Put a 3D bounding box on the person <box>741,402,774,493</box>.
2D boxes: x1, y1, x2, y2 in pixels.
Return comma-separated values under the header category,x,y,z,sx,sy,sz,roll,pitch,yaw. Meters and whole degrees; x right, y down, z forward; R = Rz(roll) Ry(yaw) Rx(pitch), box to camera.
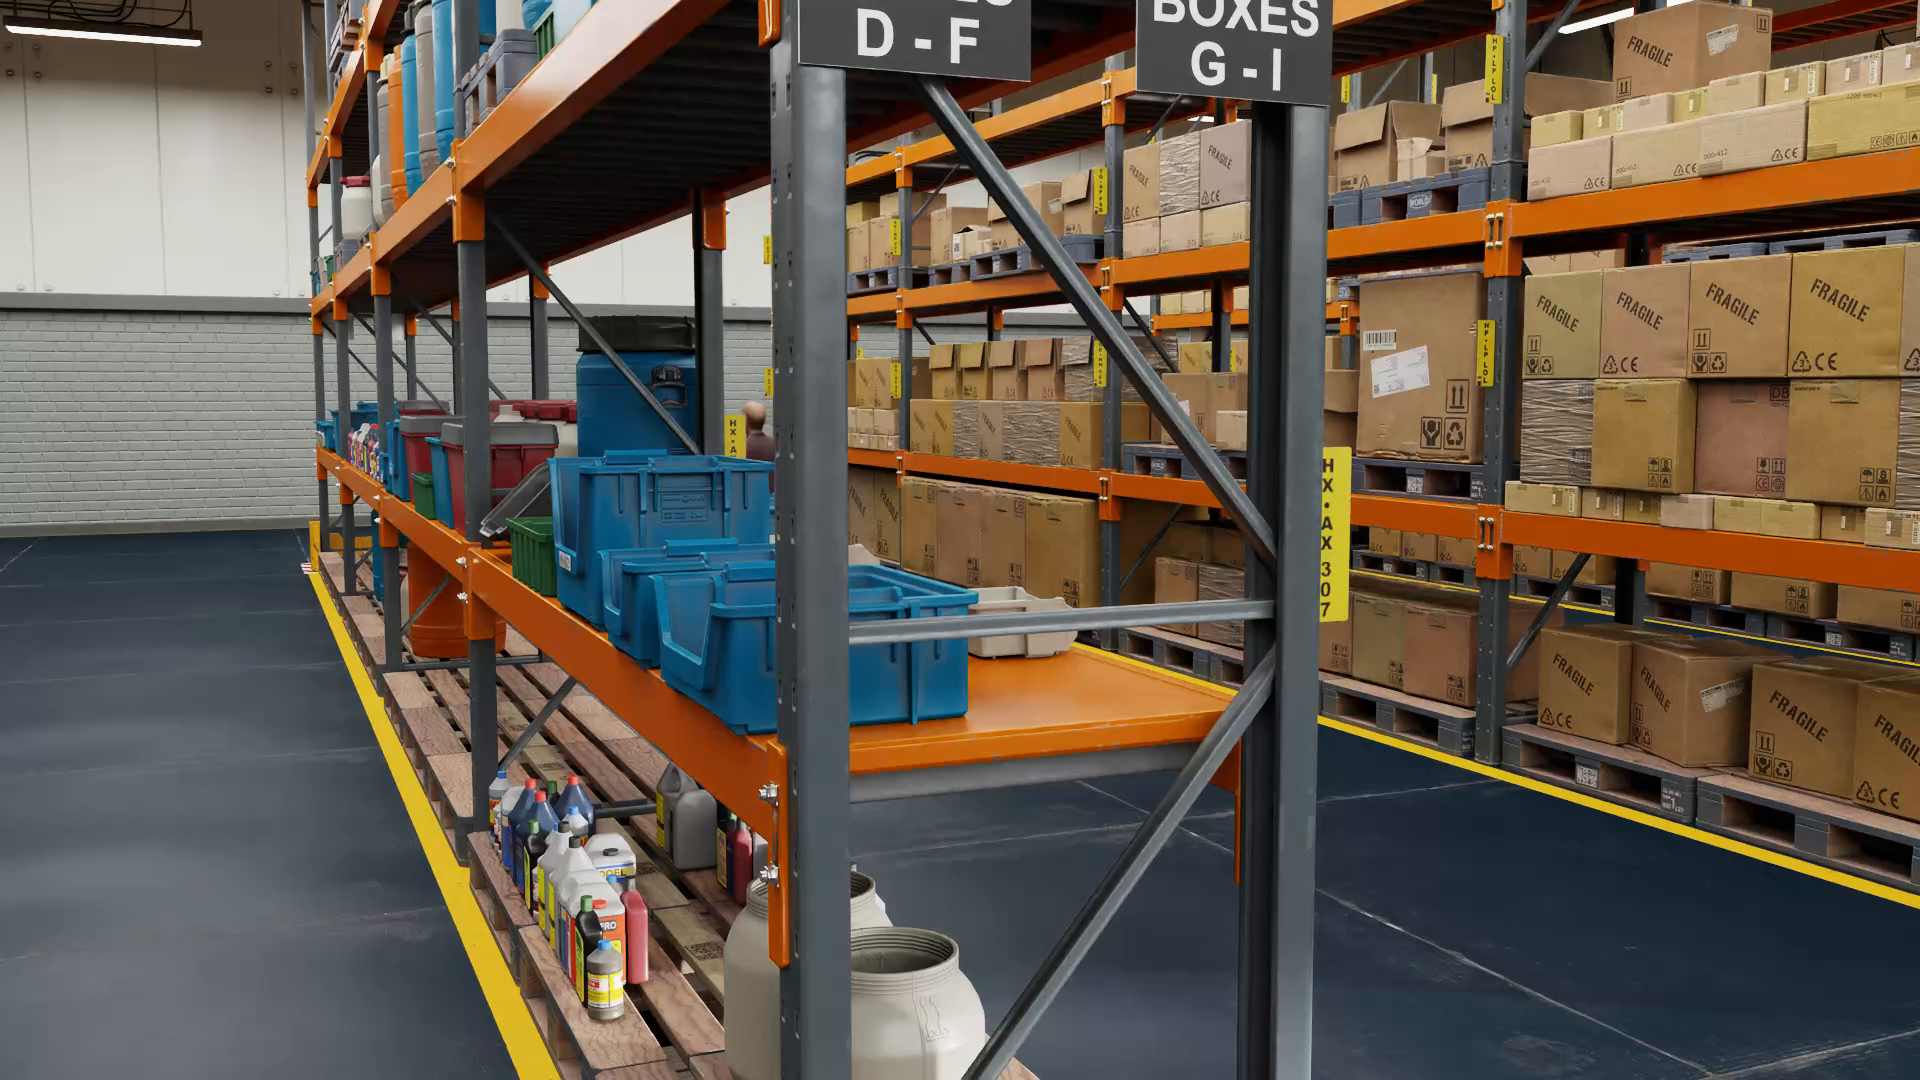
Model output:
category,x,y,z,sx,sy,sz,roll,pitch,yaw
person,-1.516,-0.141,12.370,0.608,1.769,0.559,-3,6,-31
